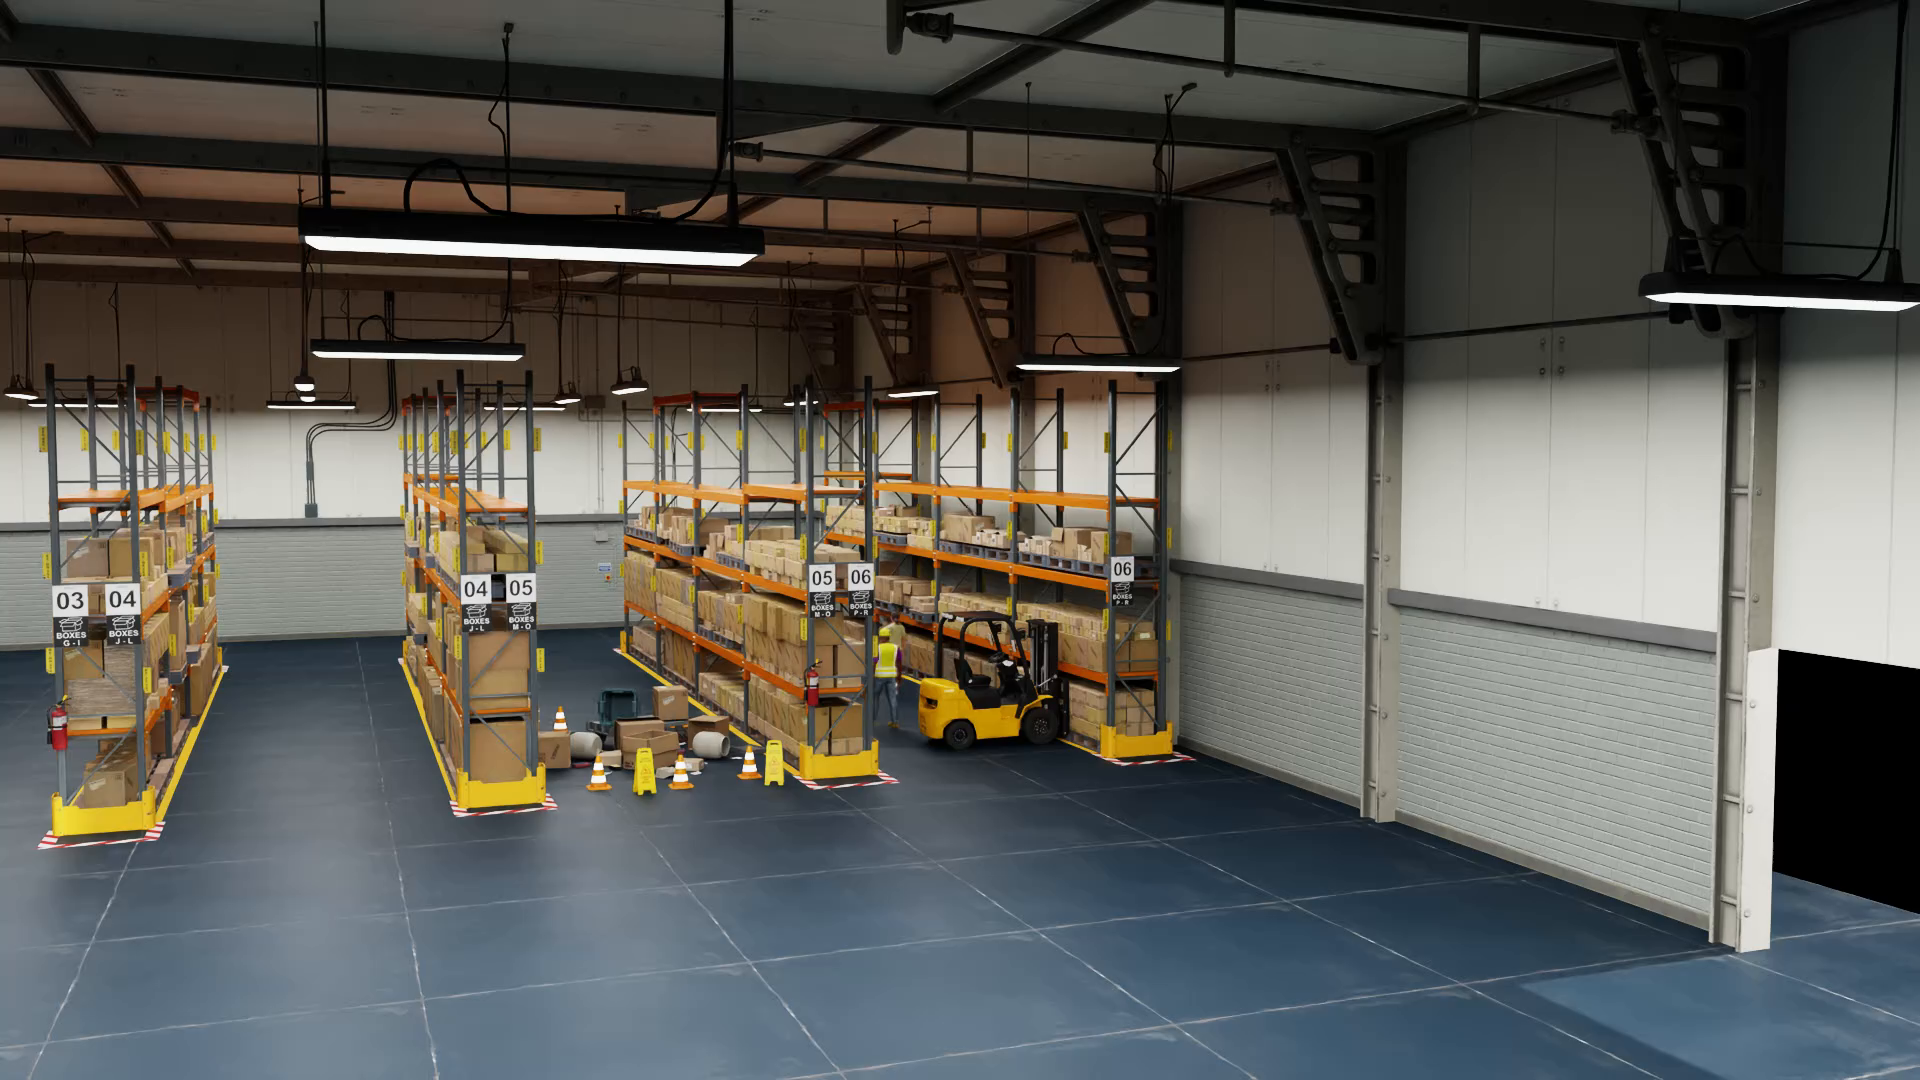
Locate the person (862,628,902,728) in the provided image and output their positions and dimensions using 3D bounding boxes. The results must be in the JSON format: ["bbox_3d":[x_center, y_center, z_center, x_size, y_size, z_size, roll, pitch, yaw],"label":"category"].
[{"bbox_3d":[-1.324,2.415,29.299,0.649,1.752,0.791,-2,4,-25],"label":"person"}]

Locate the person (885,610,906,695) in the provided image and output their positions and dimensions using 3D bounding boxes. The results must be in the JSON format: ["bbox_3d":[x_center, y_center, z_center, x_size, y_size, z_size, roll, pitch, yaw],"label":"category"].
[{"bbox_3d":[-1.291,2.234,32.952,0.493,1.670,0.467,-2,4,-28],"label":"person"}]
